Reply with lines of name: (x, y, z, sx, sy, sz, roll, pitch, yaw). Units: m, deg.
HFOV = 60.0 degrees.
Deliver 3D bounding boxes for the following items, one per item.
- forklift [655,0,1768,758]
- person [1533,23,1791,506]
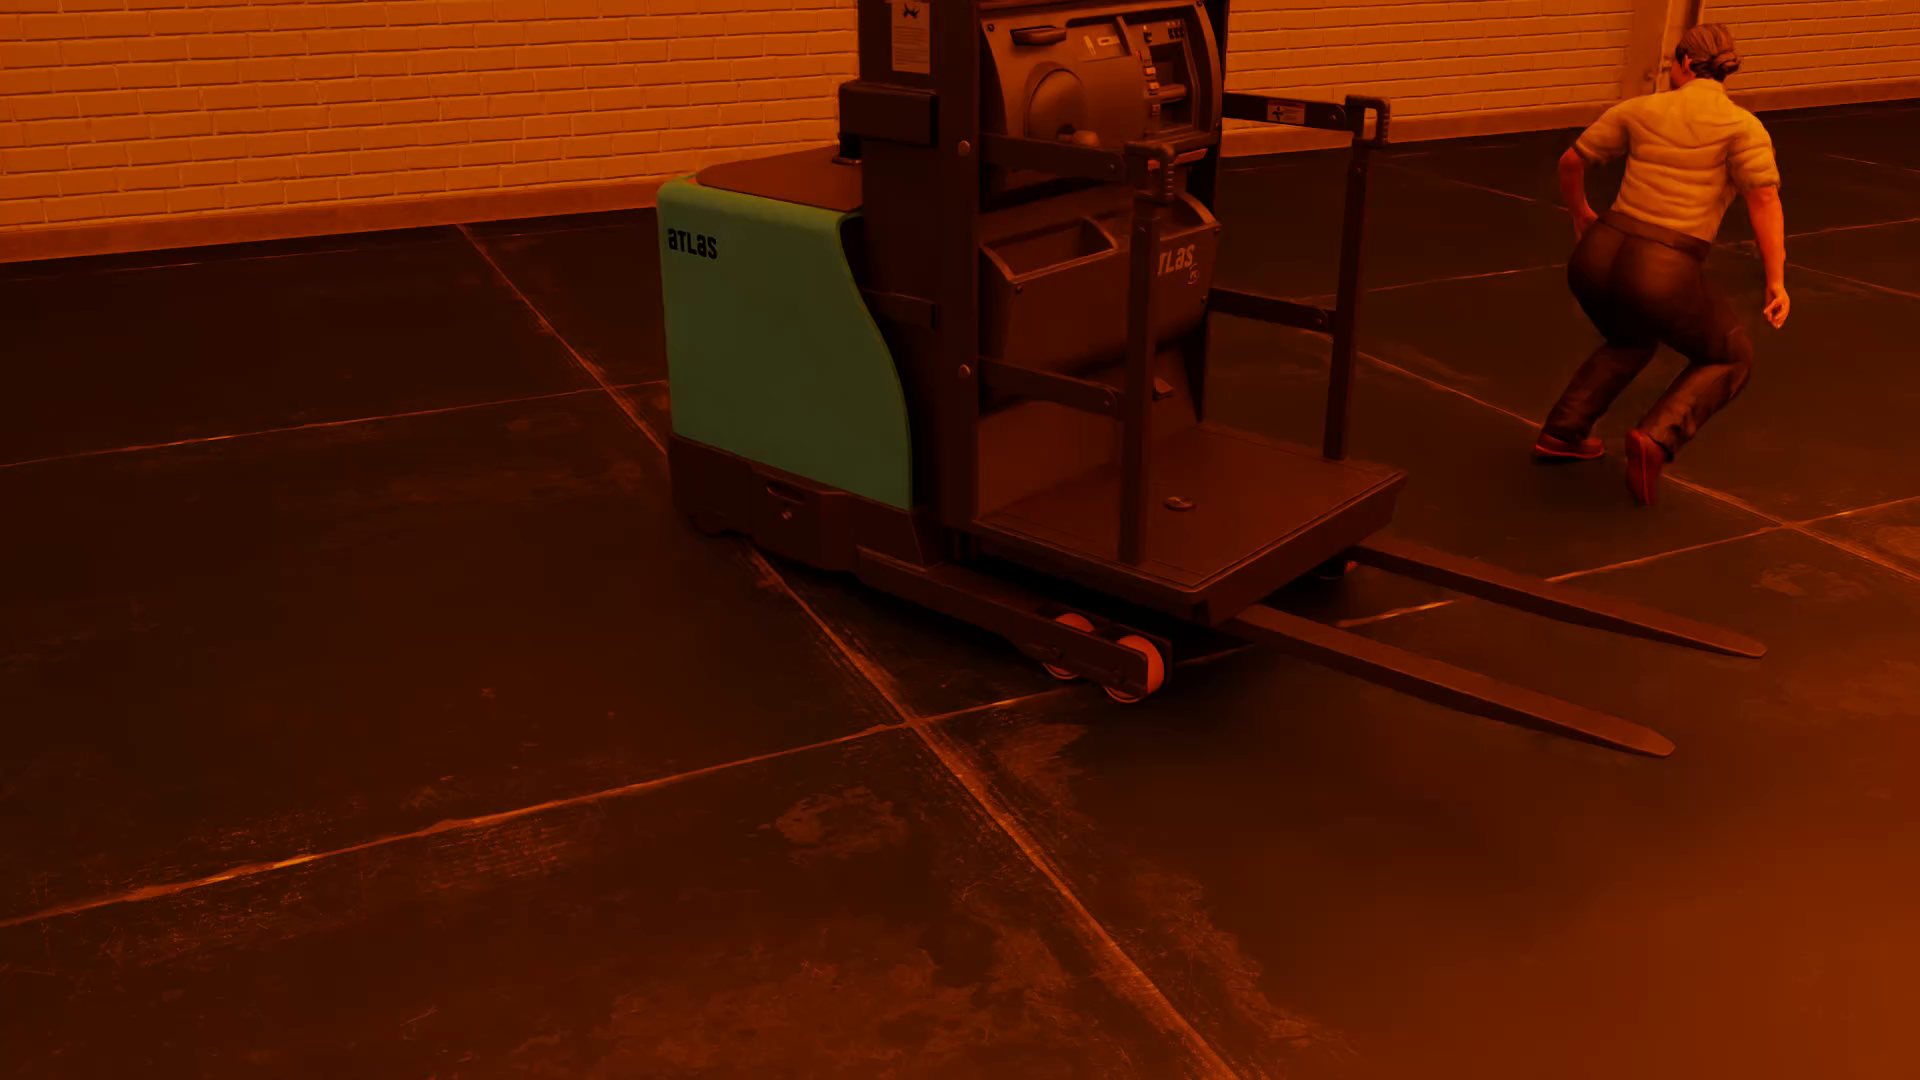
forklift: (0.540, -1.176, 4.118, 3.031, 2.935, 1.130, 18, 29, 37)
person: (2.270, -0.860, 5.341, 0.495, 1.500, 0.892, -15, 27, -32)
